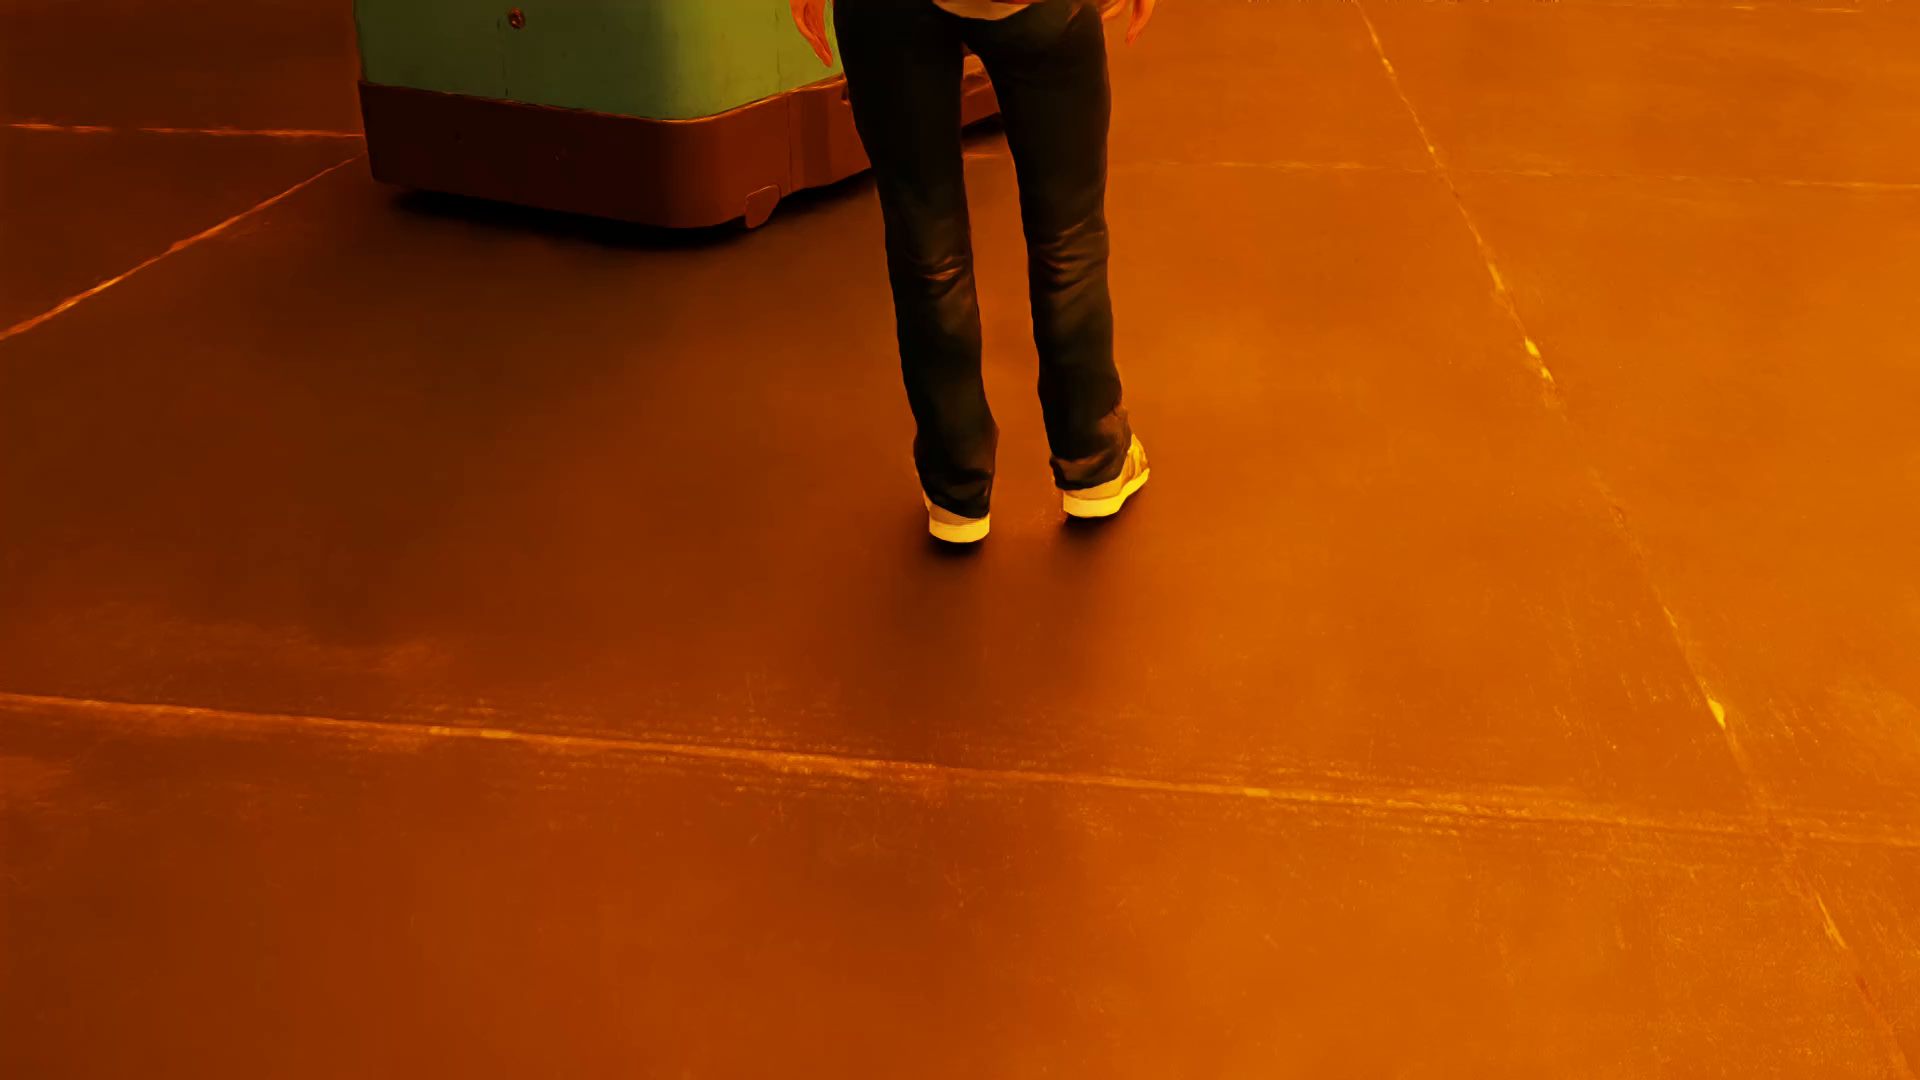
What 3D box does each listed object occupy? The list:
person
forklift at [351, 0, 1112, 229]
[{"bbox_3d":[0.023,-0.753,2.204,0.520,1.597,0.474,3,27,7],"label":"person"},{"bbox_3d":[-0.345,-2.639,4.508,1.130,2.935,3.031,13,29,24],"label":"forklift"}]
